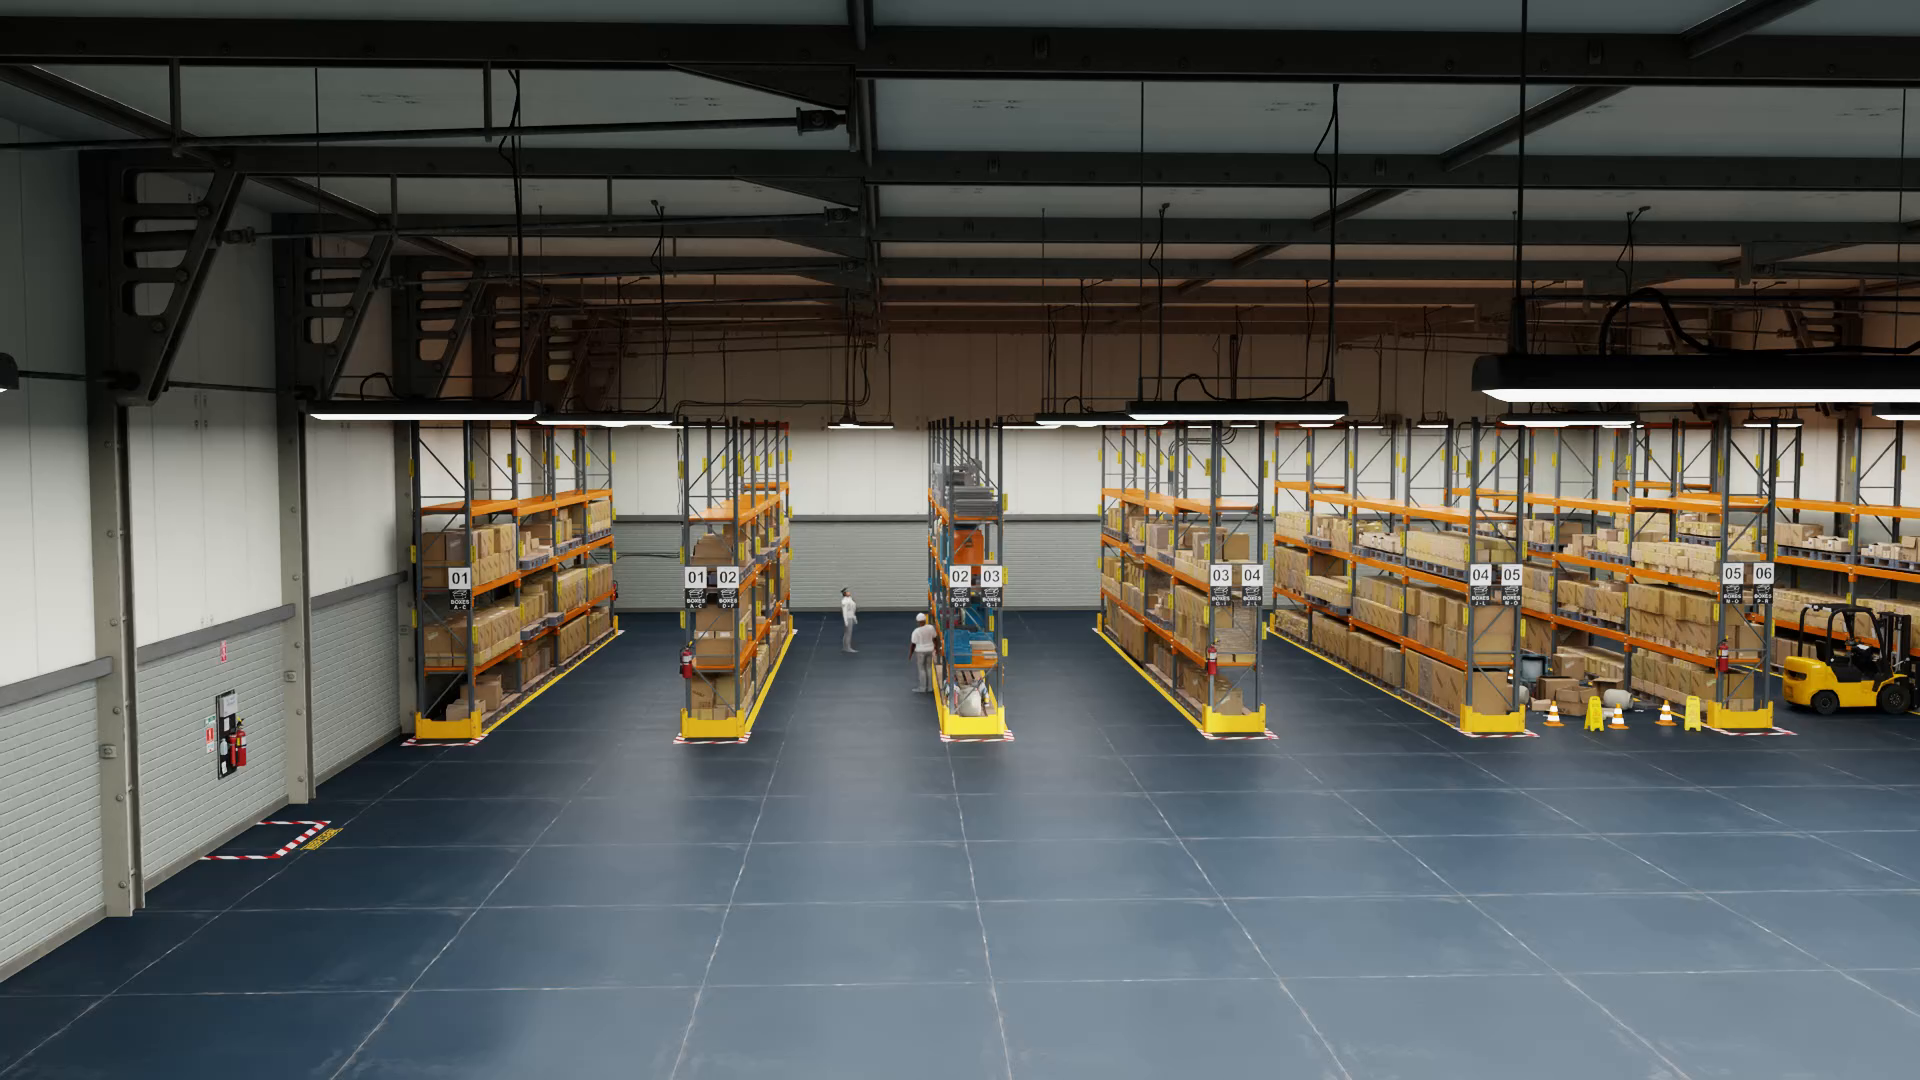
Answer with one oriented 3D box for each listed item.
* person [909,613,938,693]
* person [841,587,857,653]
[{"bbox_3d":[-0.776,2.466,36.489,0.710,1.758,0.478,-3,5,-35],"label":"person"},{"bbox_3d":[-2.882,2.058,43.116,0.439,1.708,0.517,0,4,4],"label":"person"}]
